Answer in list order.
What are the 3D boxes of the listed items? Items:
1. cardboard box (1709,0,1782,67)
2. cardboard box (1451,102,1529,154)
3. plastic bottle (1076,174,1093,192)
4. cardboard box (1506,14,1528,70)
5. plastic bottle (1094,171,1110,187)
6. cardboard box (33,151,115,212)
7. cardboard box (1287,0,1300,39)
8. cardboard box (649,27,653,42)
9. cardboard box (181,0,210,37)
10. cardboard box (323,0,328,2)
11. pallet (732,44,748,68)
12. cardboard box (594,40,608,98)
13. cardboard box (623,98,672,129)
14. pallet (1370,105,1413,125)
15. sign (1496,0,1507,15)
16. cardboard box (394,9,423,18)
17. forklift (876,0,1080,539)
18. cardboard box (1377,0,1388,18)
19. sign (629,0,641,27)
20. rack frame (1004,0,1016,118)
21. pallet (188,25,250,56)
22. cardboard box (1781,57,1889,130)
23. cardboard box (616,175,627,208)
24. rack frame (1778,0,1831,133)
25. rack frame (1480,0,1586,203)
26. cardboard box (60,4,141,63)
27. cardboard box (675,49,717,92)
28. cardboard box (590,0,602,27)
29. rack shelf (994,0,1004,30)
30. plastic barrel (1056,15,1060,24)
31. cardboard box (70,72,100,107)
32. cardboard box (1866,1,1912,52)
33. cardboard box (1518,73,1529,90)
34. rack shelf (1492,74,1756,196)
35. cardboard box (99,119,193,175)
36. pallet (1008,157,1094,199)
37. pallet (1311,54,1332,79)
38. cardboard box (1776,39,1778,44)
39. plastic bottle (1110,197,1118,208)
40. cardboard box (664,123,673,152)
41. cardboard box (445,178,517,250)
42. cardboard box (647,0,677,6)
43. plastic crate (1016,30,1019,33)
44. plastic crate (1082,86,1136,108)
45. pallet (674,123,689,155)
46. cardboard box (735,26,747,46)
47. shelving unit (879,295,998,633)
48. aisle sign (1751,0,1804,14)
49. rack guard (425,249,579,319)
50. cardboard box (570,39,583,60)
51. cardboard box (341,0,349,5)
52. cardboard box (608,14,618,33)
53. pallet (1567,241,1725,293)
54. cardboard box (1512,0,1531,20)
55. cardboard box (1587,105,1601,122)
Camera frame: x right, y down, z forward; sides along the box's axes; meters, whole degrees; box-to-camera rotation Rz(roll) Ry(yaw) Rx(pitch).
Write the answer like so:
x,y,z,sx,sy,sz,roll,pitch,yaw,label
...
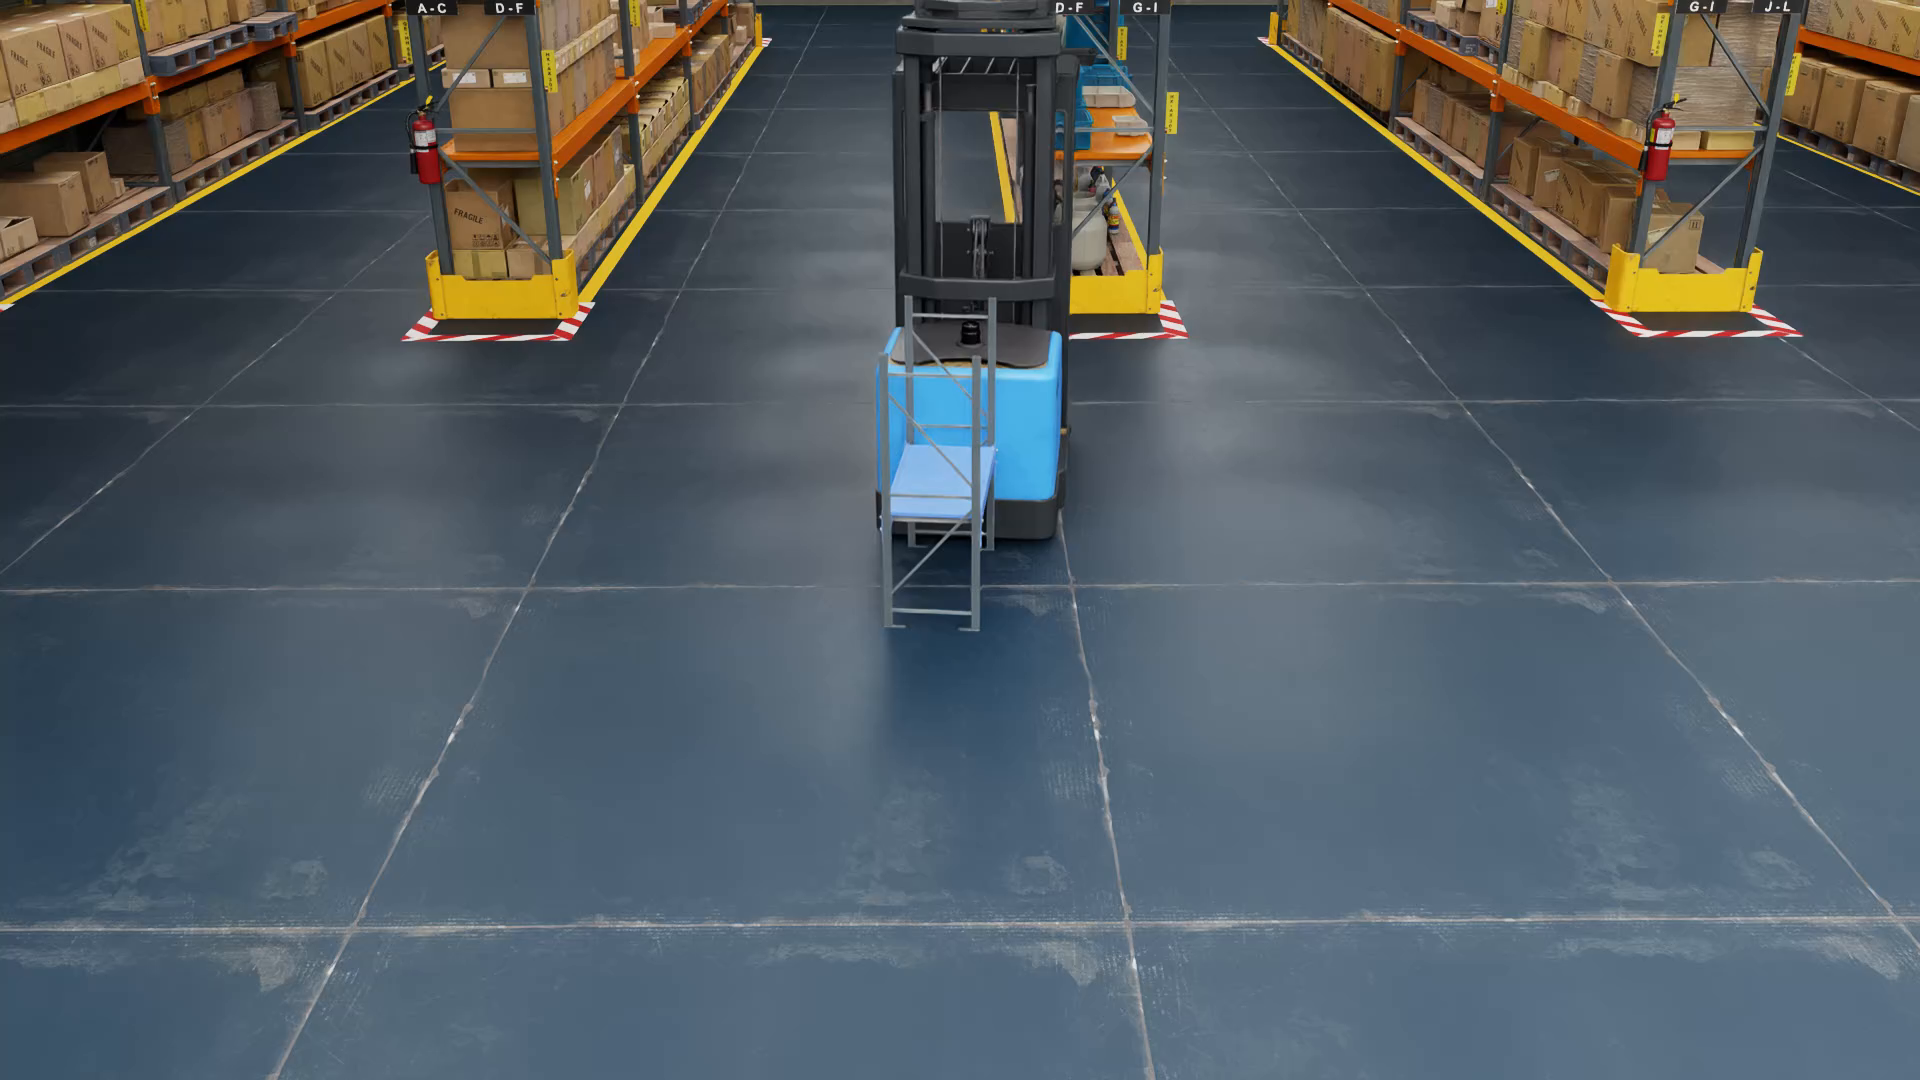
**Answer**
x,y,z,sx,sy,sz,roll,pitch,yaw,label
6.366,-4.189,13.677,0.500,0.500,0.500,0,24,-1,cardboard box
6.078,-4.715,19.034,0.700,0.500,0.500,-2,24,-5,cardboard box
1.253,-3.556,16.744,0.152,0.276,0.135,0,24,-1,plastic bottle
5.999,-4.968,16.613,0.875,0.500,0.500,0,24,-1,cardboard box
1.404,-3.468,16.459,0.144,0.351,0.185,0,24,-1,plastic bottle
-8.752,-3.540,16.437,0.500,0.500,0.500,-2,24,-5,cardboard box
6.012,-8.878,27.808,0.875,0.875,0.875,0,24,-1,cardboard box
-3.823,-5.939,19.545,0.380,0.149,0.250,2,24,3,cardboard box
-8.812,-5.864,18.419,0.700,0.500,0.500,3,25,7,cardboard box
-8.597,-7.366,21.891,0.500,0.500,0.500,0,24,-1,cardboard box
-3.960,-7.743,26.614,1.003,0.211,1.213,0,24,-1,pallet
-3.826,-4.575,16.105,0.700,0.500,0.500,-1,24,-1,cardboard box
-3.623,-4.929,19.155,0.500,0.311,0.500,0,24,1,cardboard box
6.079,-5.676,22.044,1.003,0.211,1.213,0,24,-1,pallet
5.501,-5.497,16.858,0.100,0.325,0.005,0,24,-1,sign
-8.623,-8.216,26.013,0.380,0.149,0.250,-1,24,-2,cardboard box
0.164,-1.911,10.418,1.130,2.935,3.031,2,24,5,forklift
5.760,-7.075,21.631,0.500,0.500,0.500,0,24,-1,cardboard box
-3.295,-5.364,16.823,0.100,0.325,0.005,0,24,-1,sign
1.060,-6.599,20.701,1.000,3.000,0.127,0,24,-1,rack frame
-8.784,-5.652,18.839,1.003,0.211,1.213,0,24,-1,pallet
10.890,-5.517,20.528,1.050,0.750,0.750,-1,24,-1,cardboard box
-3.630,-3.472,16.615,0.500,0.250,0.500,0,24,-1,cardboard box
10.973,-6.602,20.707,1.000,3.000,0.127,0,24,-1,rack frame
6.056,-4.973,17.106,1.000,3.000,0.127,0,24,-1,rack frame
-8.488,-4.995,16.402,0.500,0.500,0.500,0,24,-1,cardboard box
-3.635,-6.466,22.906,0.500,0.500,0.500,-1,24,-2,cardboard box
-3.832,-5.176,15.858,0.700,0.500,0.500,0,24,-1,cardboard box
1.038,-7.095,22.671,1.077,0.370,4.000,0,24,-1,rack shelf
1.300,-5.888,18.965,0.433,0.535,0.433,0,24,0,plastic barrel
-8.477,-4.241,15.644,0.500,0.250,0.500,0,24,-1,cardboard box
10.725,-5.839,18.898,0.500,0.500,0.500,-1,24,-1,cardboard box
5.778,-4.563,16.503,0.380,0.149,0.250,0,24,-1,cardboard box
6.078,-3.821,15.432,1.077,0.370,4.000,0,24,-1,rack shelf
-8.827,-4.271,18.053,0.700,0.500,0.500,1,24,1,cardboard box
1.056,-4.004,18.346,1.003,0.211,1.213,0,24,-1,pallet
6.039,-7.313,25.662,1.003,0.211,1.213,0,24,-1,pallet
10.687,-6.485,22.062,0.500,0.250,0.500,0,24,0,cardboard box
1.455,-3.107,15.742,0.061,0.283,0.133,0,24,0,plastic bottle
-3.623,-4.670,19.262,0.500,0.250,0.500,0,24,0,cardboard box
-4.109,-2.782,14.177,0.500,0.500,0.500,0,24,-1,cardboard box
-4.013,-7.074,21.120,0.700,0.500,0.500,-9,26,-18,cardboard box
0.792,-5.178,17.481,0.402,0.464,0.583,0,24,-1,plastic crate
1.375,-4.163,15.634,0.530,0.136,0.437,0,24,-1,plastic crate
-3.923,-4.968,20.479,1.003,0.211,1.213,0,24,-1,pallet
-3.748,-8.208,27.061,0.500,0.250,0.500,0,24,-1,cardboard box
-0.100,-0.425,8.869,0.538,1.500,1.048,2,24,5,shelving unit
6.401,-4.485,12.872,0.394,0.787,0.004,0,24,-1,aisle sign
-3.806,-2.133,13.859,1.175,0.500,0.348,0,24,-1,rack guard
-3.611,-4.419,14.972,0.380,0.149,0.250,0,24,0,cardboard box
-8.633,-7.436,22.831,0.380,0.149,0.250,-1,24,-2,cardboard box
-3.632,-5.160,16.611,0.380,0.149,0.250,0,24,-1,cardboard box
6.126,-2.420,14.846,1.003,0.211,1.213,0,24,-1,pallet
5.807,-5.423,16.405,0.500,0.500,0.500,0,24,-1,cardboard box
5.860,-3.842,14.909,0.380,0.149,0.250,0,24,-1,cardboard box
